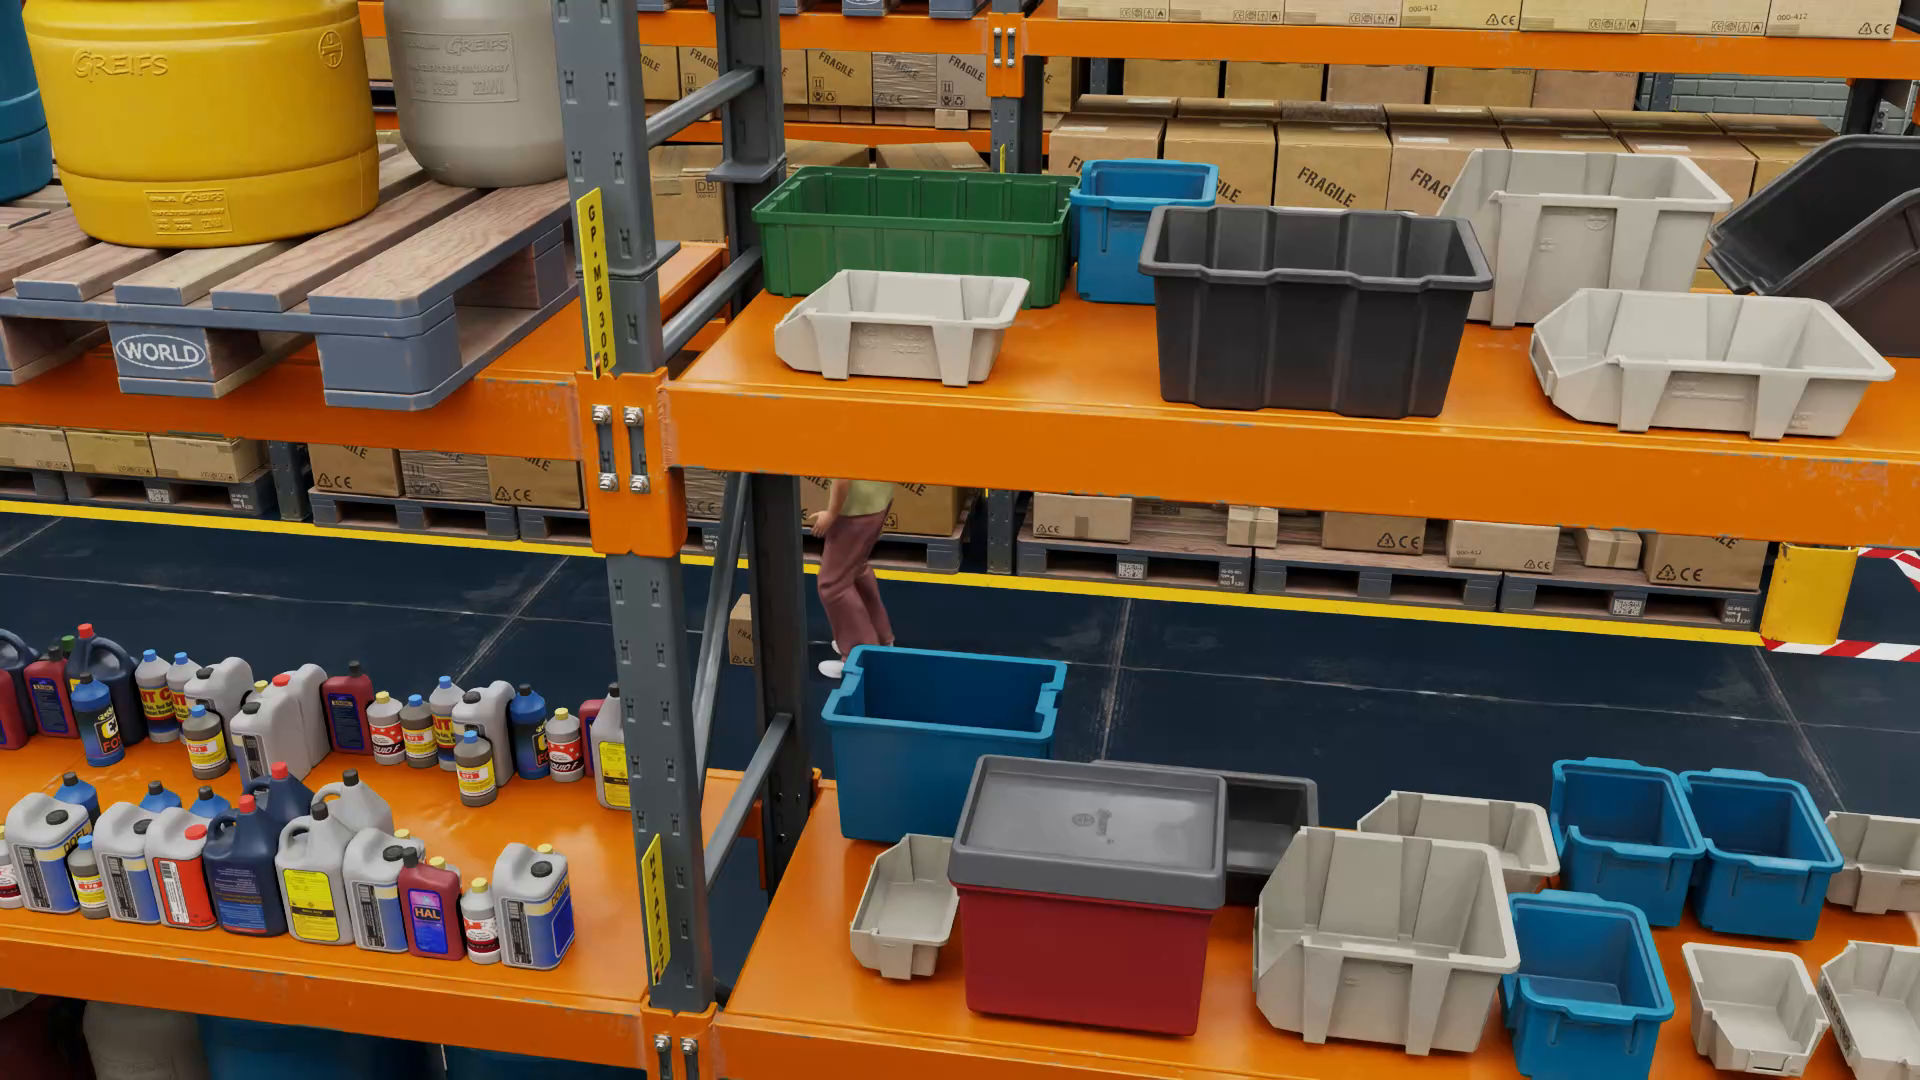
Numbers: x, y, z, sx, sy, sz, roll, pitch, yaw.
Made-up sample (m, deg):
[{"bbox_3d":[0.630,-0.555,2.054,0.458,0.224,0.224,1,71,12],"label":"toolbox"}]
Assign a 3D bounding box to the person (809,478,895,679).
[{"bbox_3d":[-0.488,-0.149,7.476,0.354,1.645,0.463,5,25,11],"label":"person"}]
